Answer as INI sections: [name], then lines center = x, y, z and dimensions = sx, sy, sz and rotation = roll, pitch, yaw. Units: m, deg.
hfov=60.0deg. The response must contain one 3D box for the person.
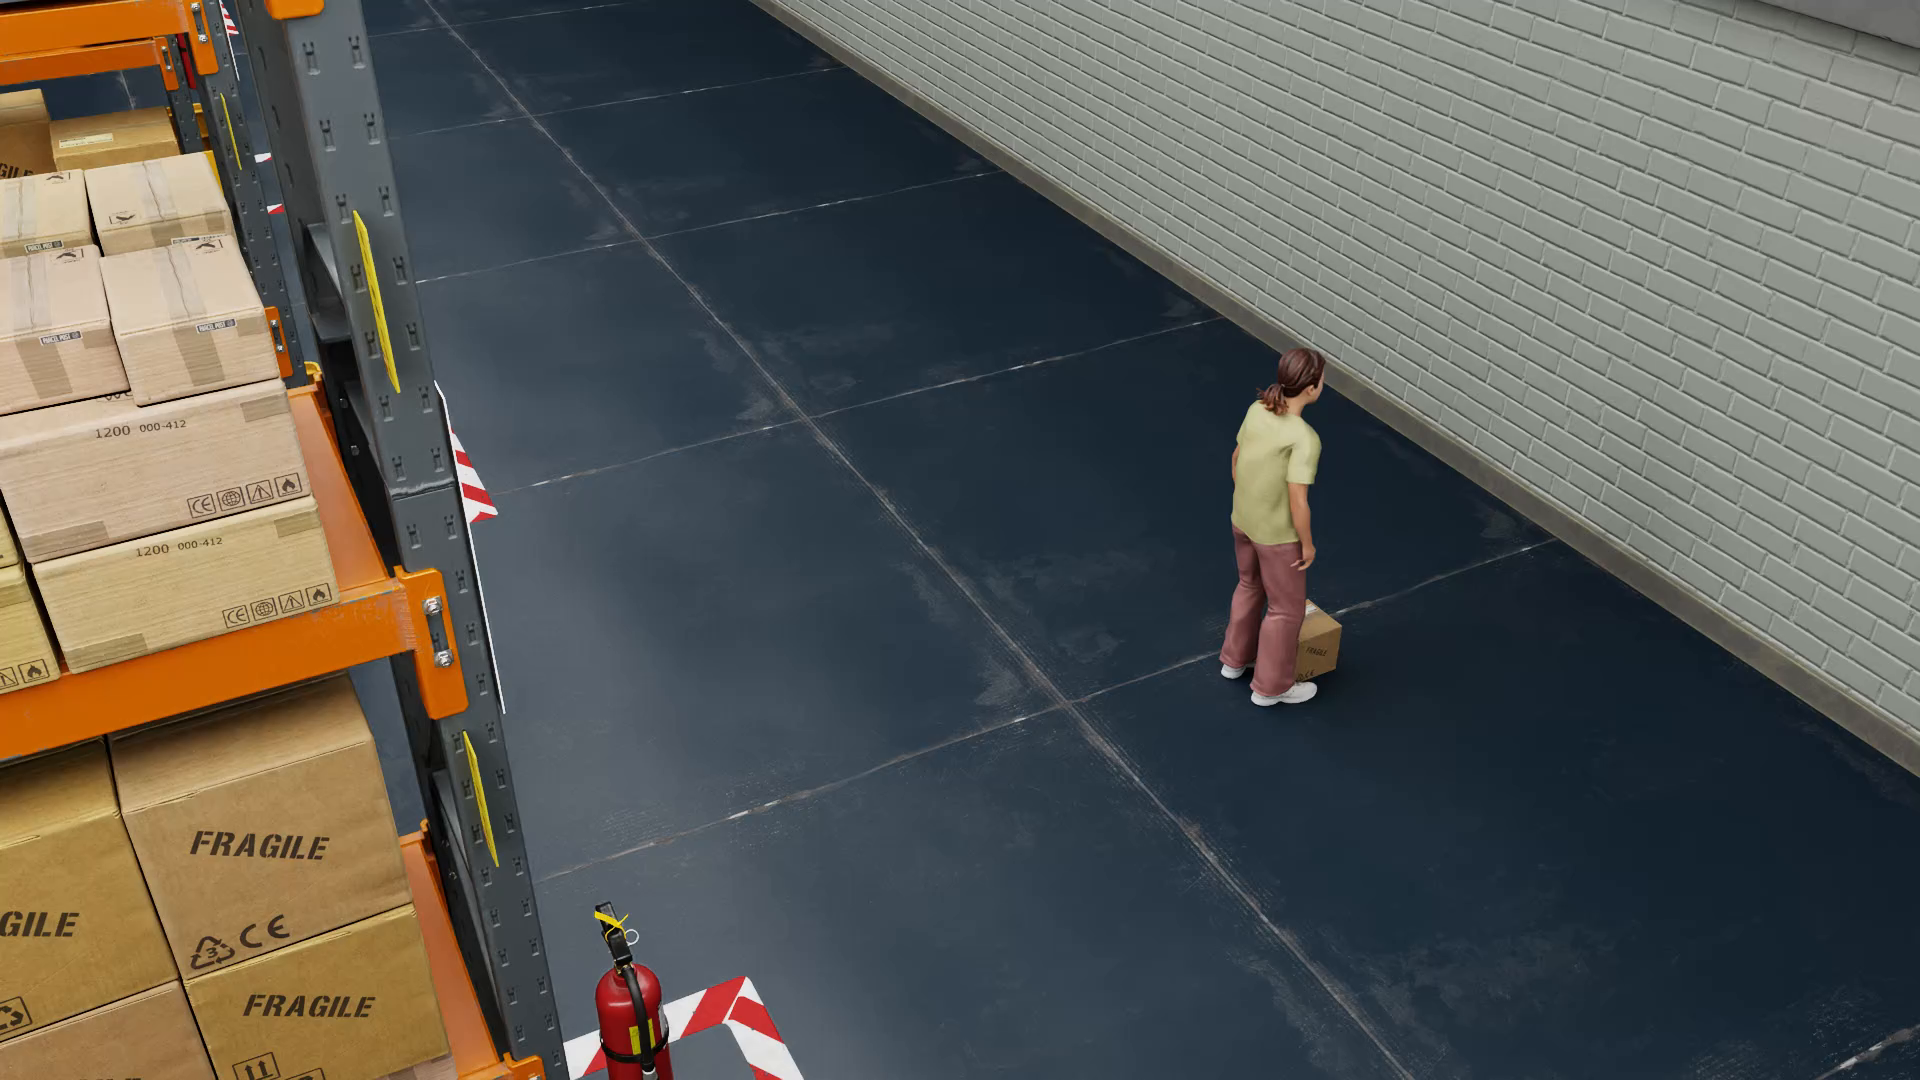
[person]
center = 1.369, -0.058, 7.229
dimensions = 0.354, 1.673, 0.499
rotation = -16, 36, -23
